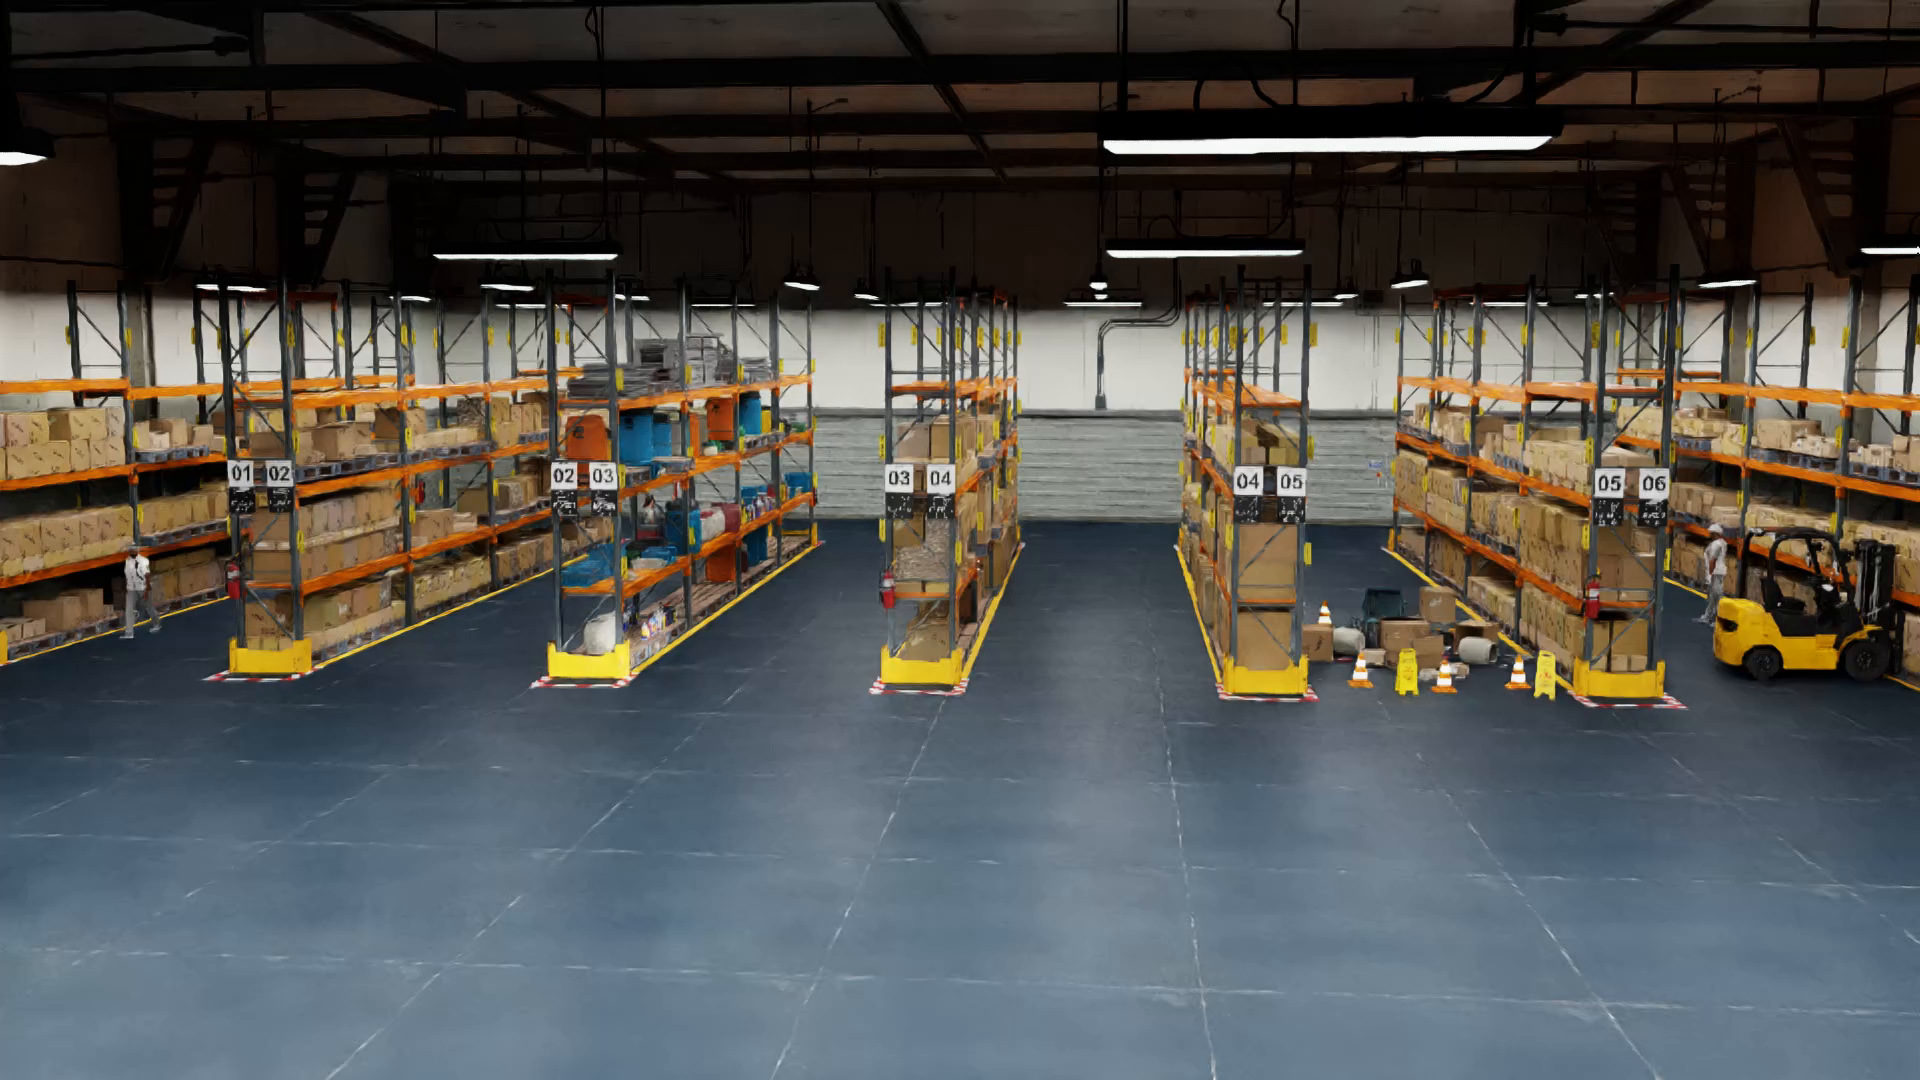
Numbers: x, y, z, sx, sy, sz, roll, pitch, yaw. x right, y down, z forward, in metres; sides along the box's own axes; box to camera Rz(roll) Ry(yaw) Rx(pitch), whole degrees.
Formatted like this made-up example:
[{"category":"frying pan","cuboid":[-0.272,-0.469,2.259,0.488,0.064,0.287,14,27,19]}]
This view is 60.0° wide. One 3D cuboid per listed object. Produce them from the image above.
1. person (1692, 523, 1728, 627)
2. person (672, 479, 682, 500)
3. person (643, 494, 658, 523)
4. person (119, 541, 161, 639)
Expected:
[{"category":"person","cuboid":[13.104,0.590,28.962,0.594,1.782,0.678,4,8,30]},{"category":"person","cuboid":[-6.920,-0.896,41.473,0.553,1.709,1.123,1,7,7]},{"category":"person","cuboid":[-6.545,-0.139,35.387,0.454,1.679,0.538,-3,8,-22]},{"category":"person","cuboid":[-13.733,0.817,27.828,0.461,1.620,0.989,0,7,3]}]
